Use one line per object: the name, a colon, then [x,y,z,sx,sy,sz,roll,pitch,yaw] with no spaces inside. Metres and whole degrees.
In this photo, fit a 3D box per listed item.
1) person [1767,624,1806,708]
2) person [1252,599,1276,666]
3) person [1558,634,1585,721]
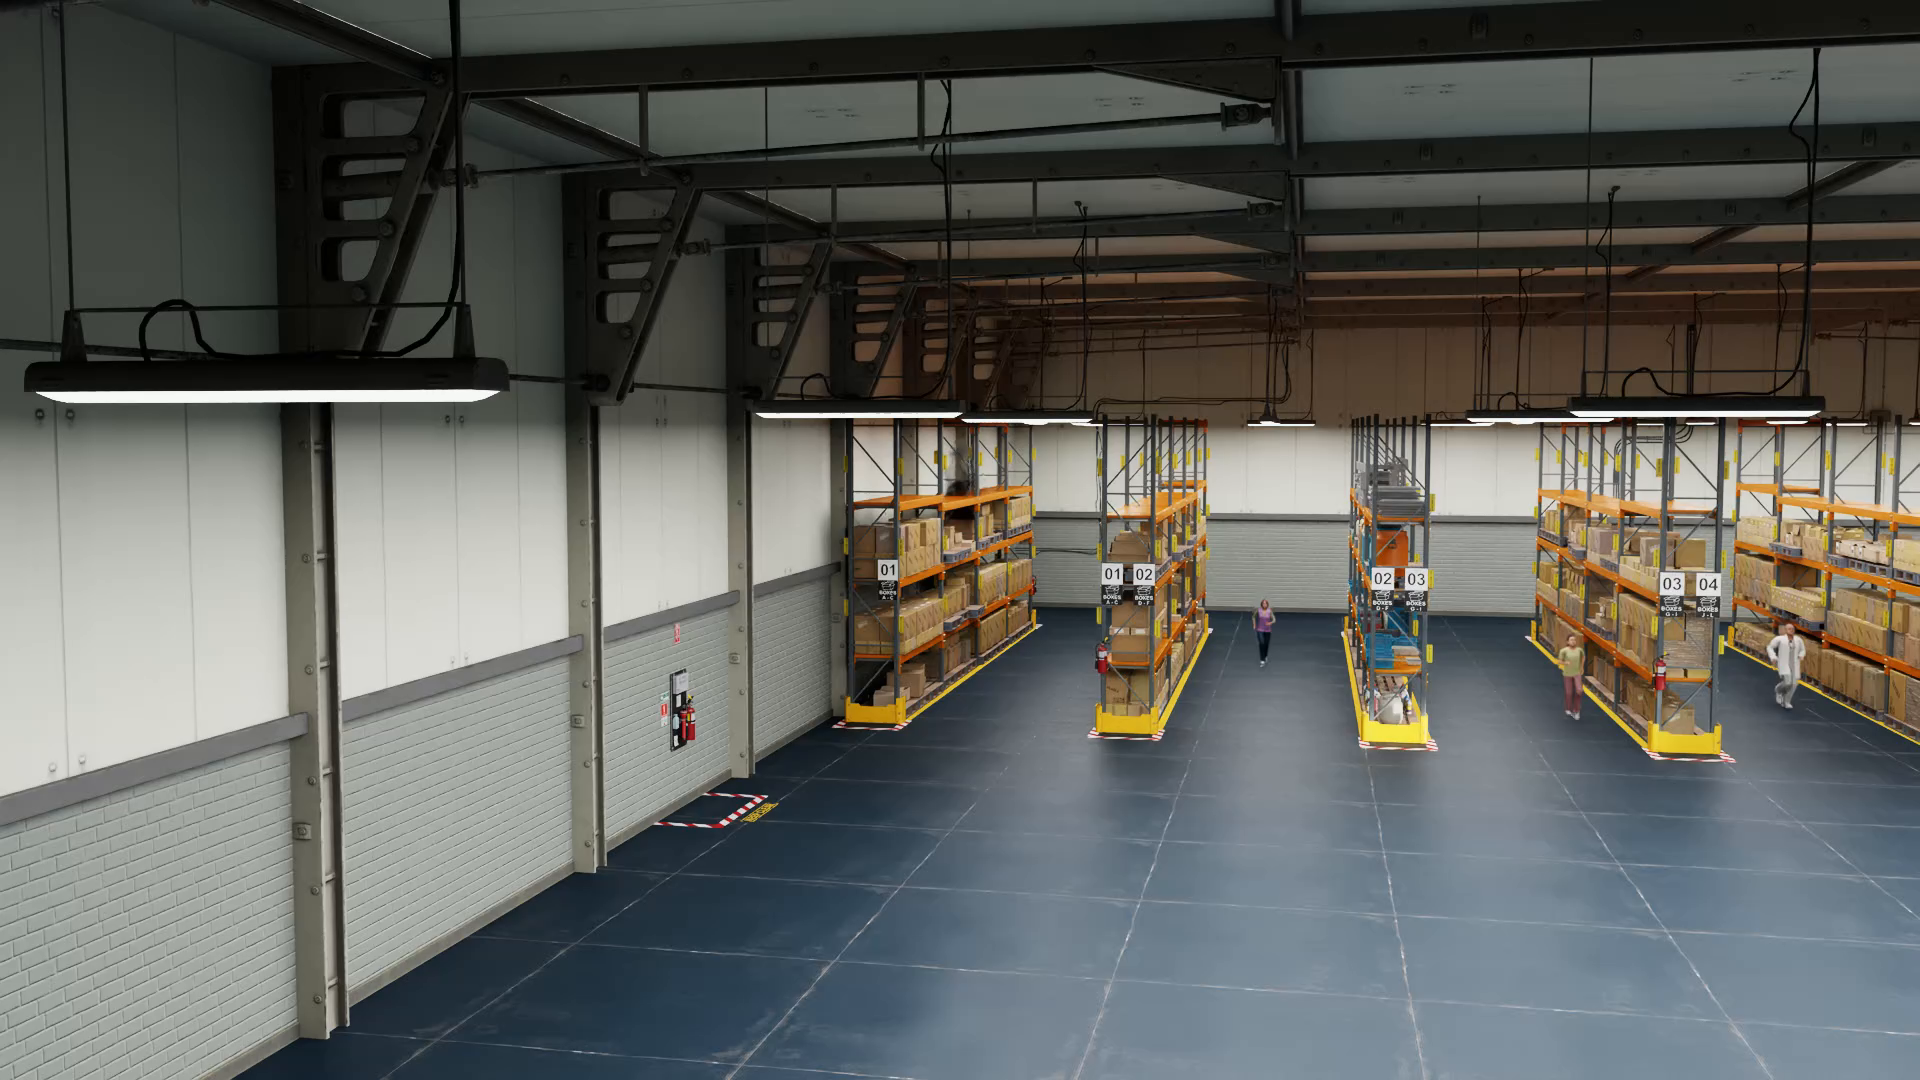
person: [16.983,2.587,34.064,0.704,1.732,0.628,0,4,4]
person: [7.368,2.224,40.299,0.547,1.597,0.818,0,4,6]
person: [12.092,2.708,32.865,0.556,1.710,0.706,1,4,11]
